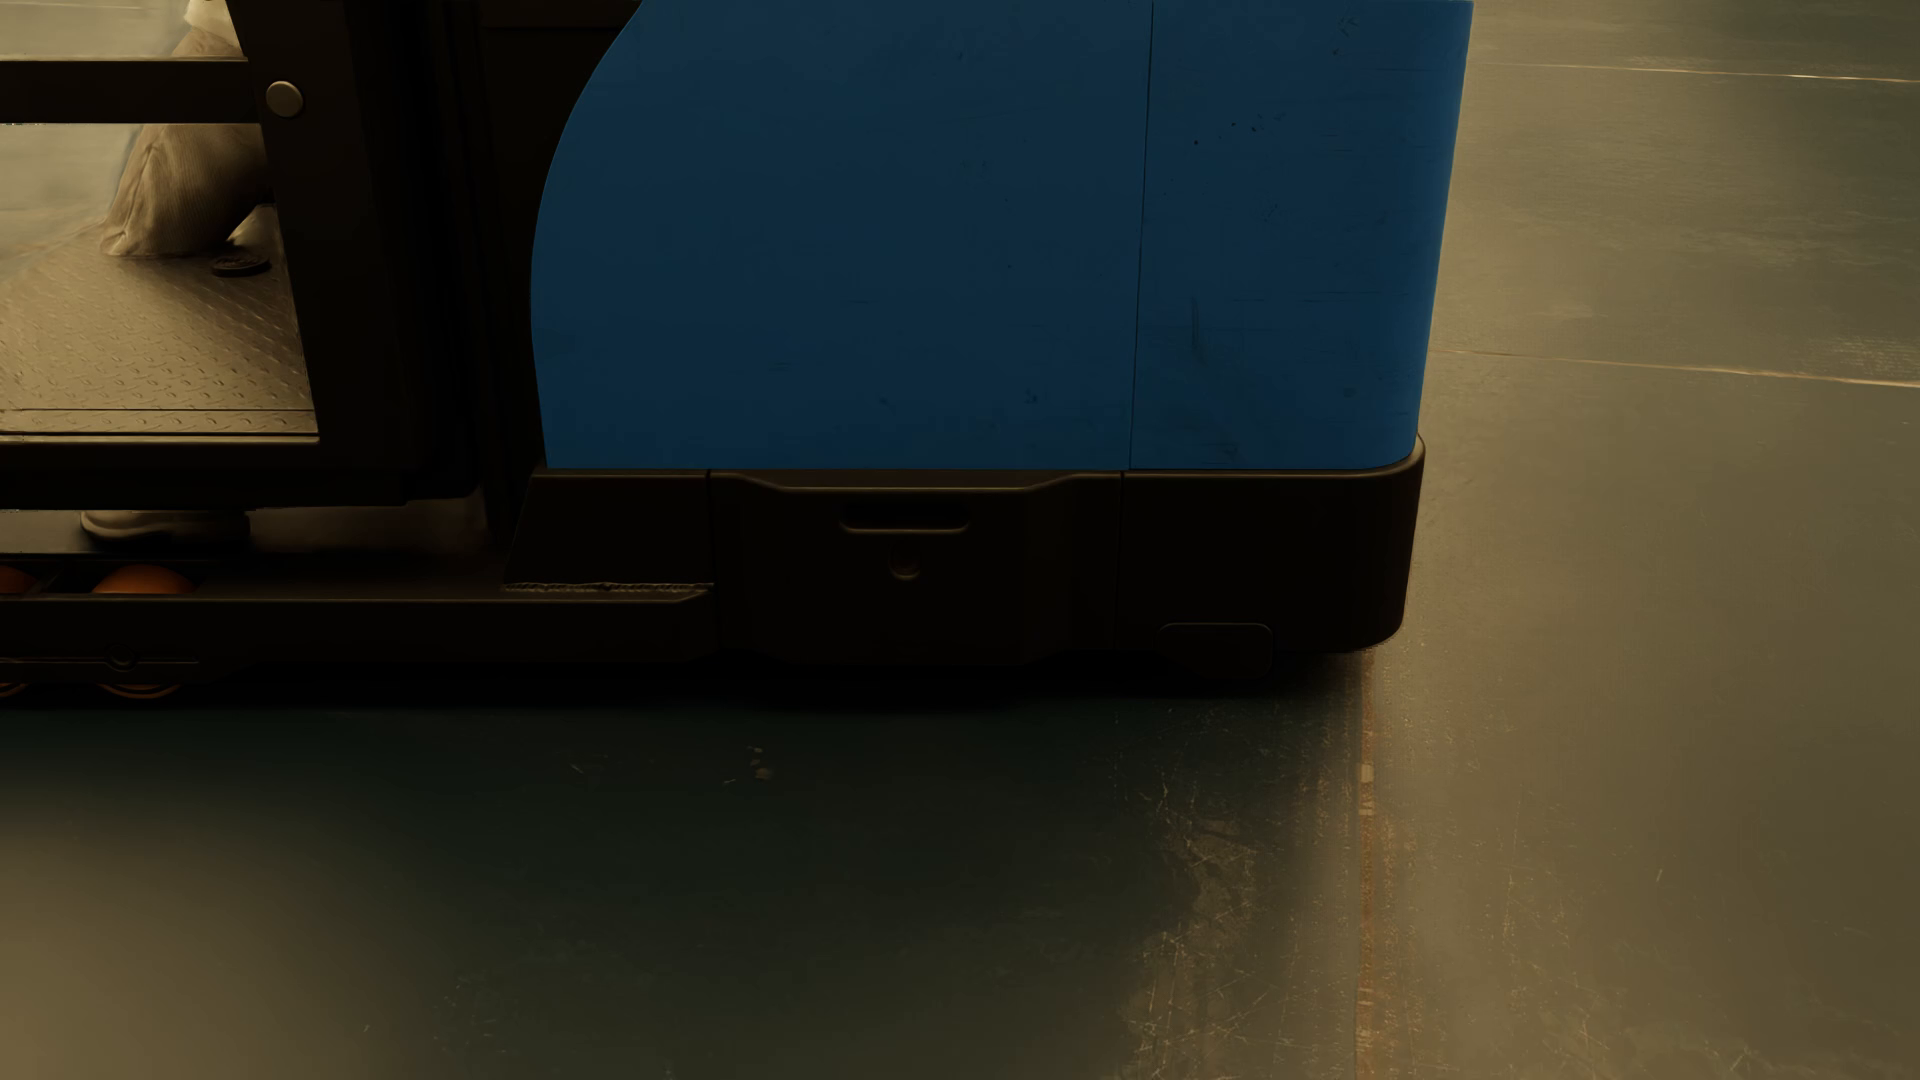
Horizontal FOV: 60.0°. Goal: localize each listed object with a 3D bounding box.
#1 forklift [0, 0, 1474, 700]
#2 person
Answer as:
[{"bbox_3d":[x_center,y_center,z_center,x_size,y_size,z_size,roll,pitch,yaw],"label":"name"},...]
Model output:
[{"bbox_3d":[-0.941,-1.346,1.914,3.031,2.935,1.130,0,27,0],"label":"forklift"},{"bbox_3d":[-1.250,-0.905,2.740,1.121,1.439,1.059,19,33,33],"label":"person"}]
